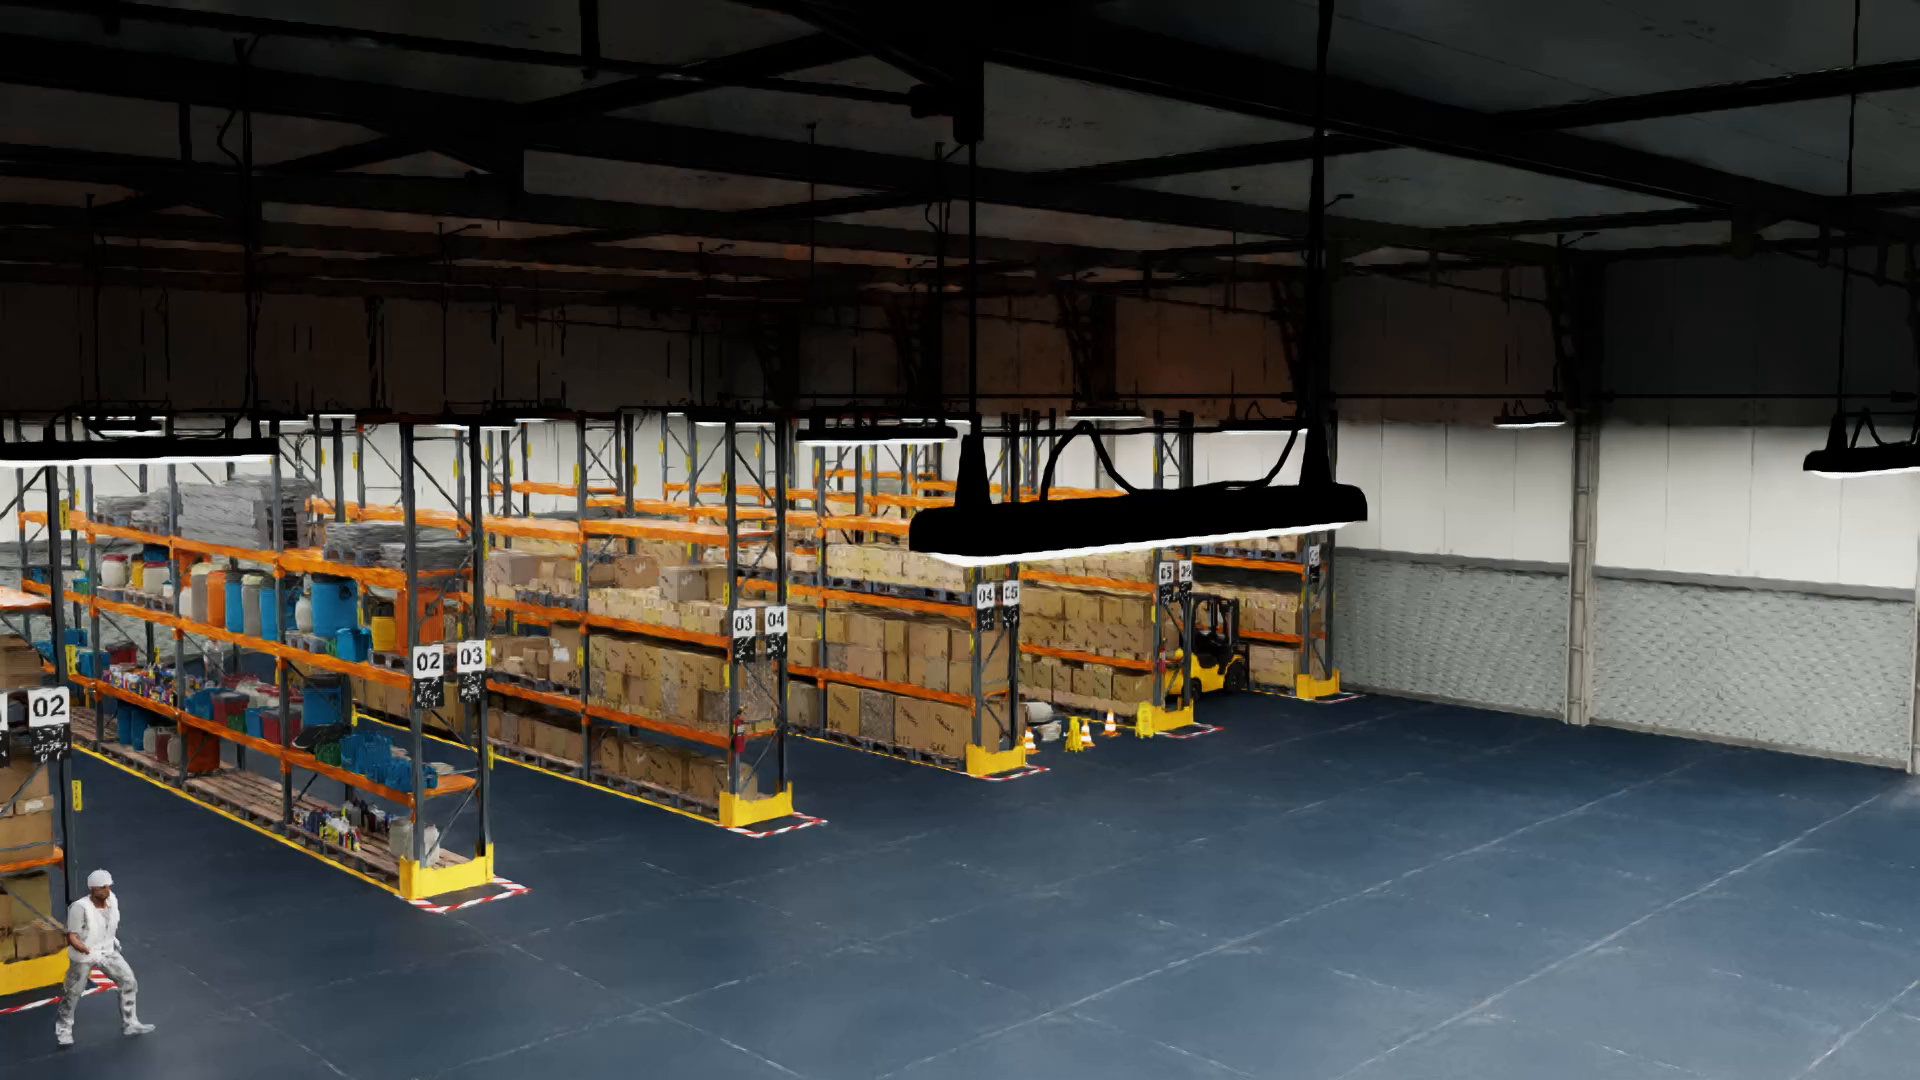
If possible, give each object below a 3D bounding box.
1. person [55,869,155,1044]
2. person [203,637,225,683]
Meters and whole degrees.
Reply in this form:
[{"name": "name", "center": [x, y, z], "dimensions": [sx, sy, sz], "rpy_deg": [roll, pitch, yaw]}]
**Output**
[{"name": "person", "center": [-8.454, 4.050, 16.257], "dimensions": [0.798, 1.717, 0.696], "rpy_deg": [2, 5, 25]}, {"name": "person", "center": [-15.380, 2.574, 34.260], "dimensions": [0.417, 1.491, 1.010], "rpy_deg": [-5, 7, -42]}]
